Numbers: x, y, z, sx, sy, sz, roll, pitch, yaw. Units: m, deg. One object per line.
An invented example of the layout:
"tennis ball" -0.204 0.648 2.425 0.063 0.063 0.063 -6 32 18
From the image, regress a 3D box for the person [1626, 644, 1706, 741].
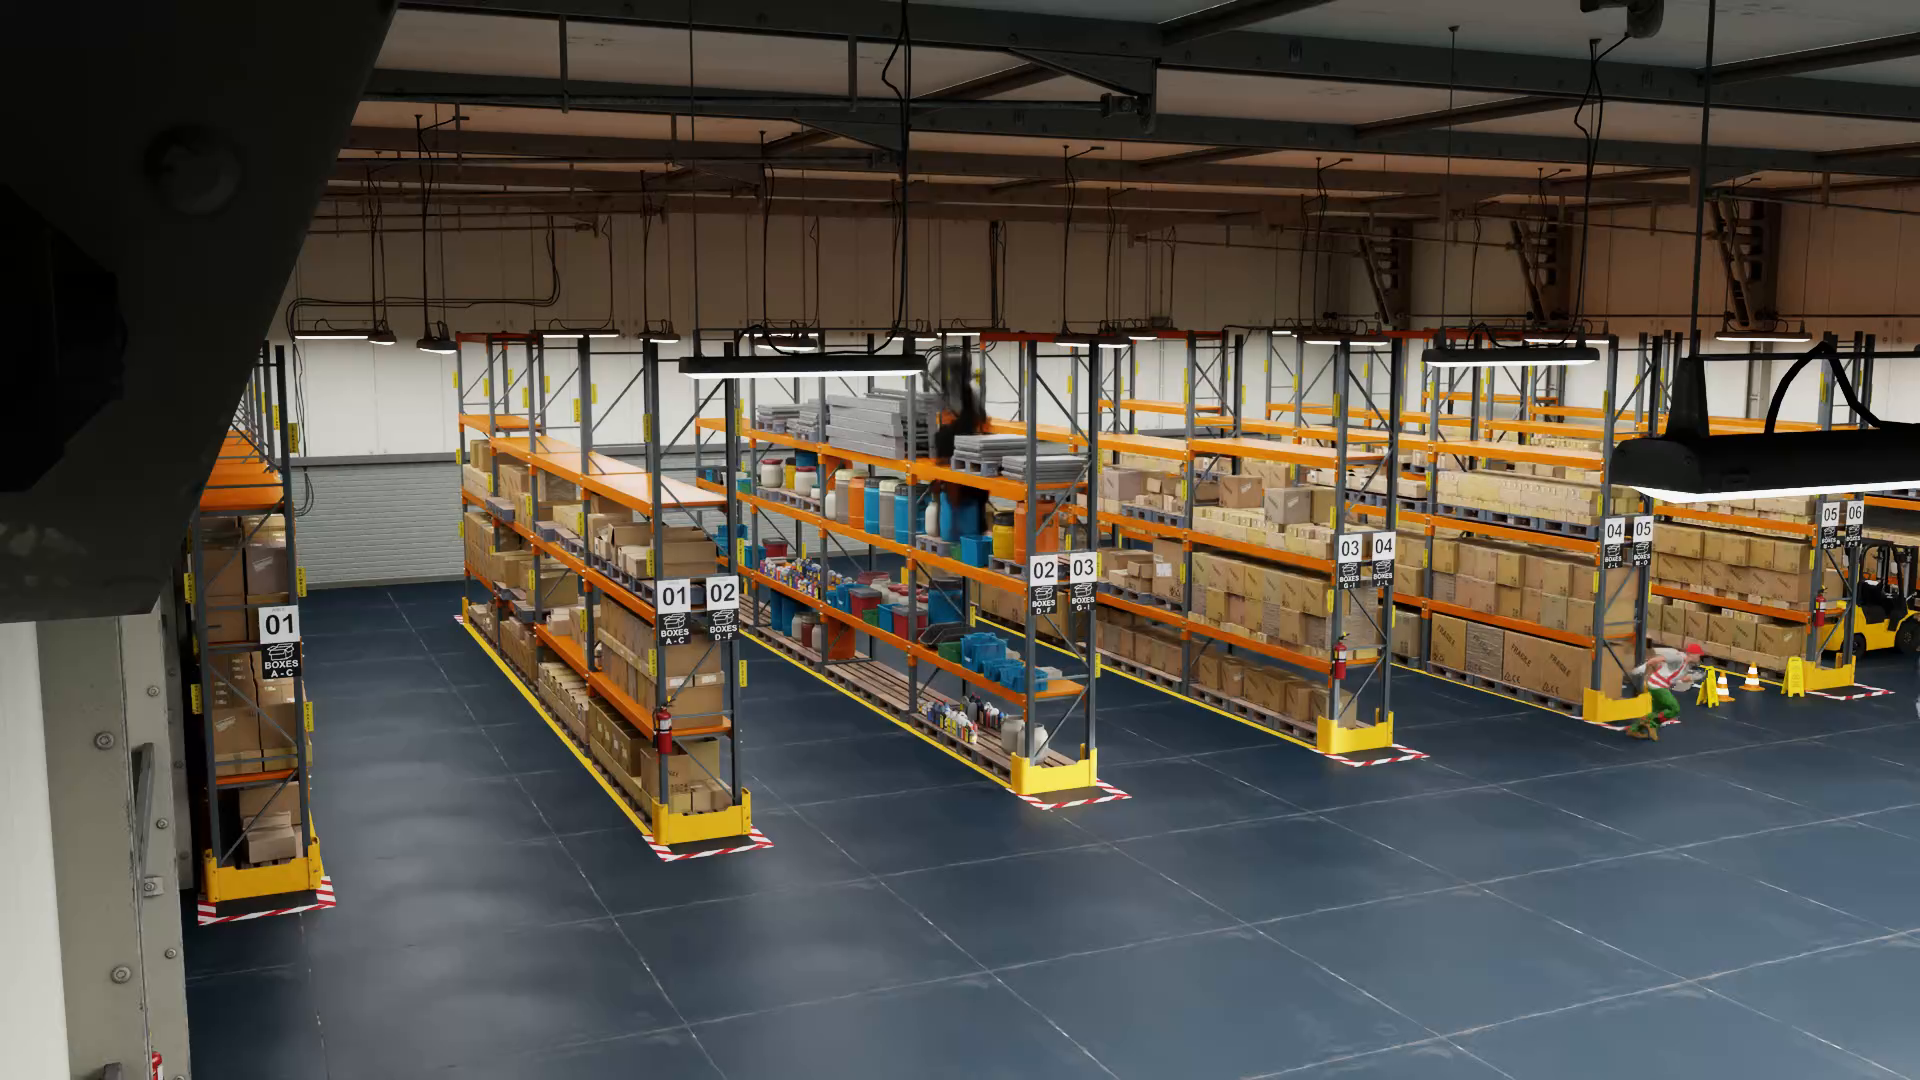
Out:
"person" 10.538 2.255 24.802 1.025 1.476 0.682 5 9 32

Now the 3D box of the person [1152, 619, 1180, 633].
"person" 4.086 1.124 32.380 0.674 1.768 0.733 -5 9 -31

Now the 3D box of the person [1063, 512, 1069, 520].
"person" 2.479 0.157 39.797 0.576 1.650 0.736 -1 8 -11
